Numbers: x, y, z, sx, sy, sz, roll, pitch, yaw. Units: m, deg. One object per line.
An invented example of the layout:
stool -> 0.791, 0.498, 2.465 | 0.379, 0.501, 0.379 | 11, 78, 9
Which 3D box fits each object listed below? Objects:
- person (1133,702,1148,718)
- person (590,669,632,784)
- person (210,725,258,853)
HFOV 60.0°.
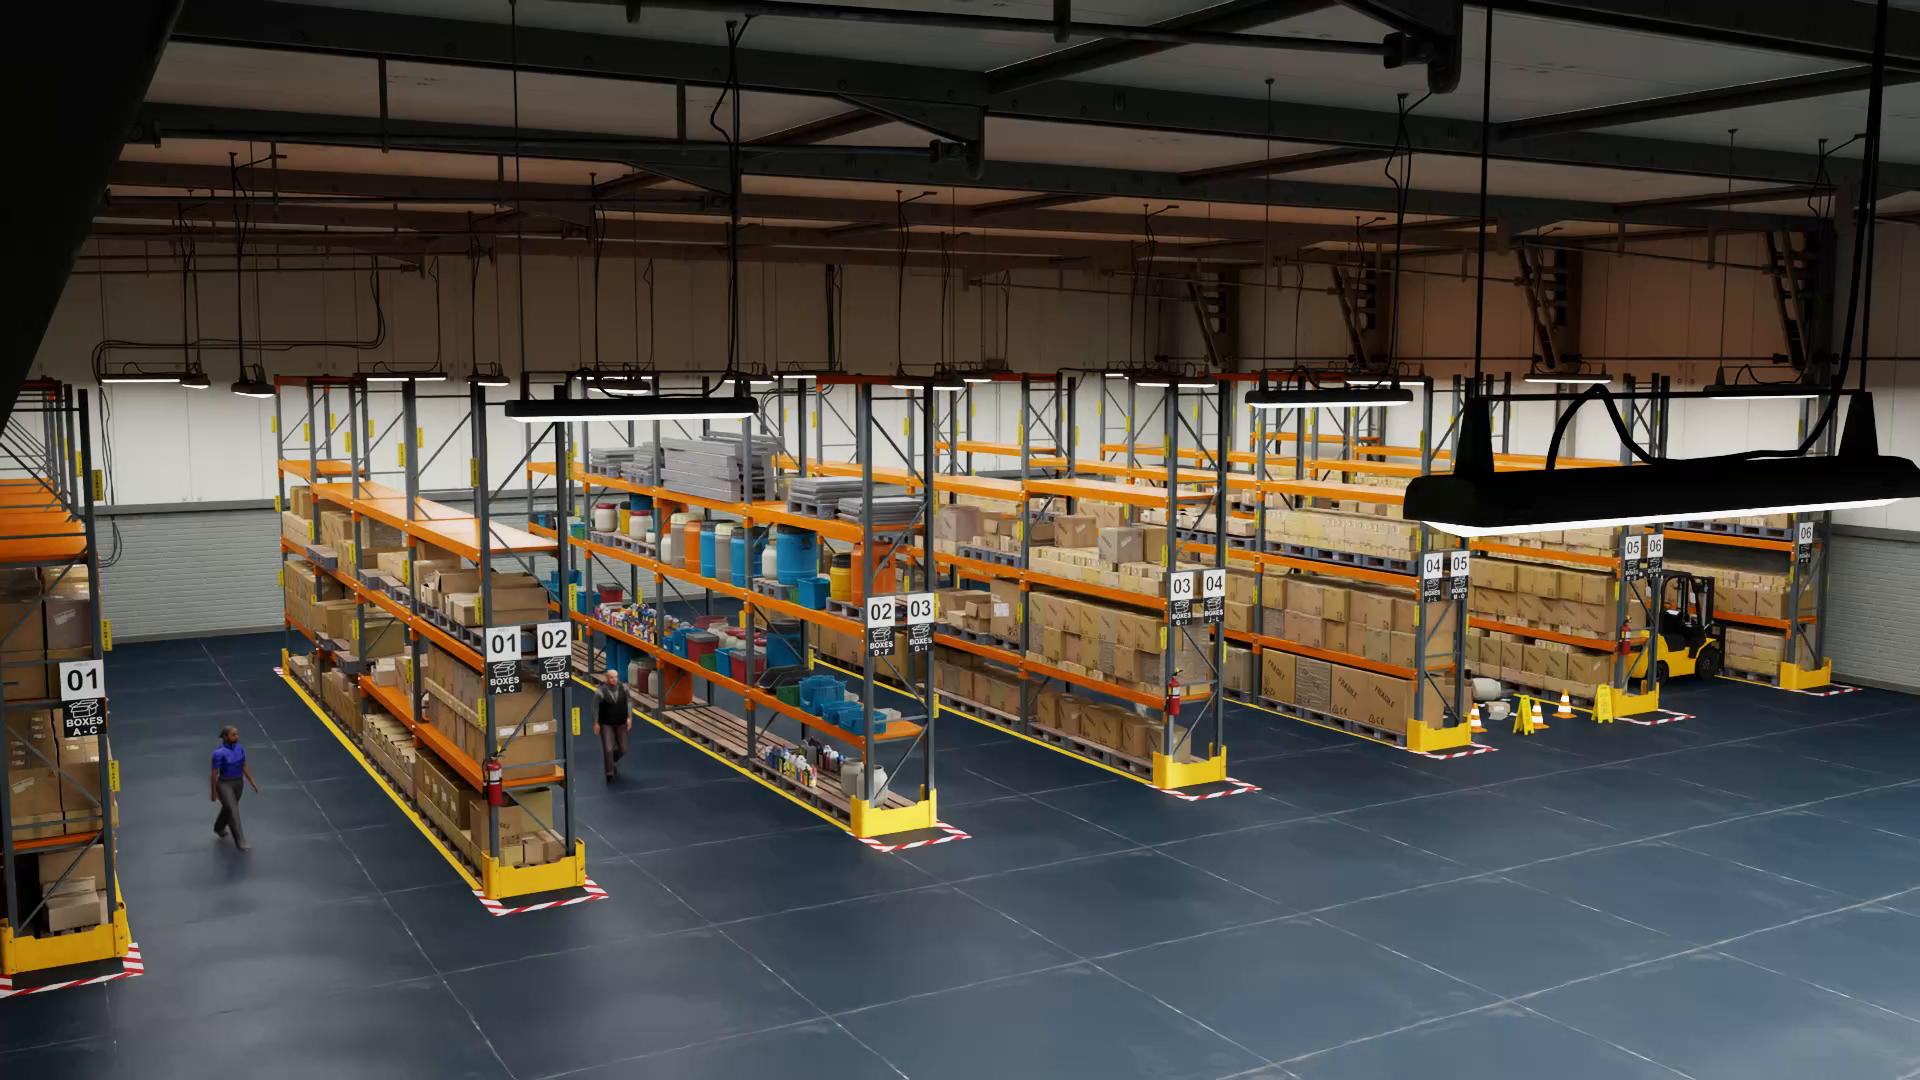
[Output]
person -> 3.084, 2.346, 28.958 | 0.512, 1.672, 0.513 | -2, 7, -18
person -> -5.242, 2.765, 24.982 | 0.633, 1.708, 0.601 | -3, 7, -28
person -> -9.424, 3.149, 21.501 | 1.065, 1.557, 0.528 | 4, 8, 34
